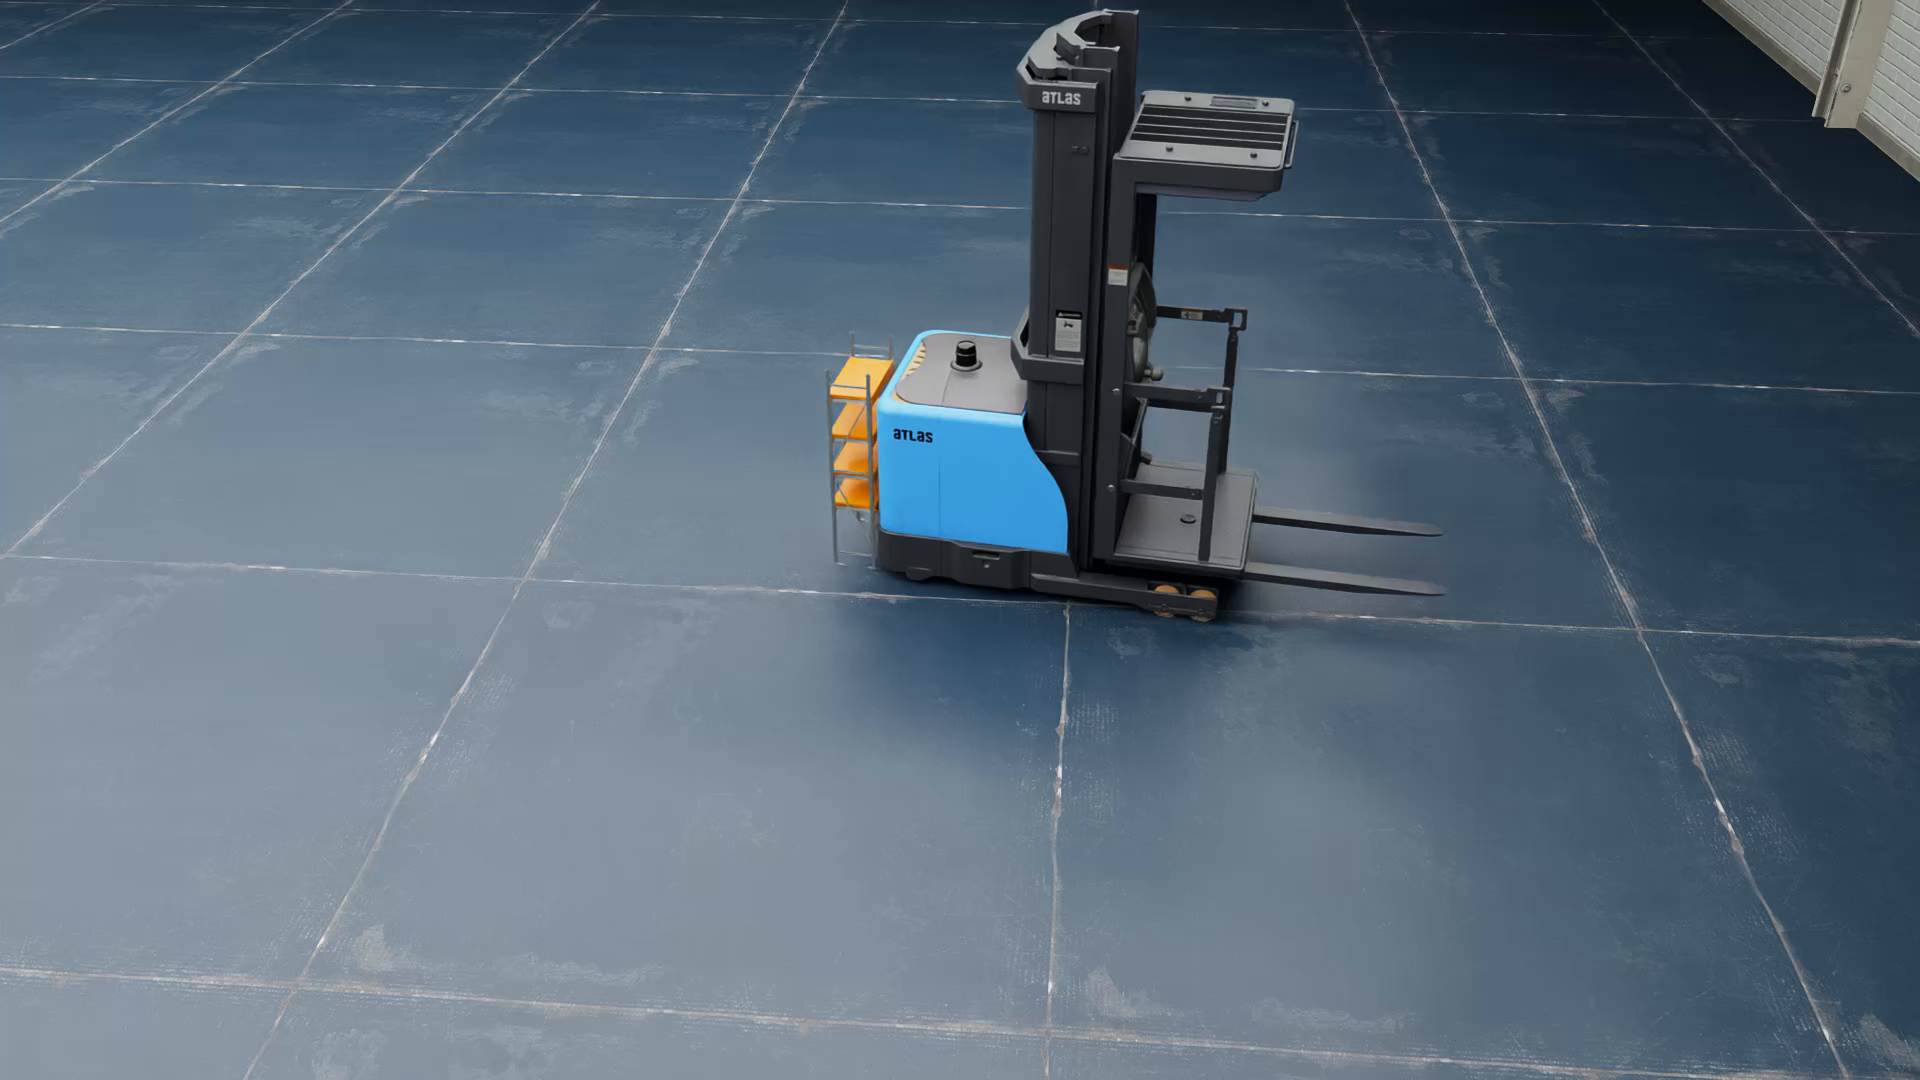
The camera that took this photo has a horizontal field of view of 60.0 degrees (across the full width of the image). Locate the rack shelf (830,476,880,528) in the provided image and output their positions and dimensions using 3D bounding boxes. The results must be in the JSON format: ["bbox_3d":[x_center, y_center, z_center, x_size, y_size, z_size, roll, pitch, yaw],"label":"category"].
[{"bbox_3d":[-0.535,-0.262,9.318,0.258,0.148,0.480,6,32,10],"label":"rack shelf"}]

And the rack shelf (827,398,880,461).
[{"bbox_3d":[-0.535,-0.621,9.096,0.258,0.148,0.480,6,32,10],"label":"rack shelf"}]

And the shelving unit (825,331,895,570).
[{"bbox_3d":[-0.535,-0.488,9.178,0.258,1.200,0.503,6,32,10],"label":"shelving unit"}]

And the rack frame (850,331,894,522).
[{"bbox_3d":[-0.483,-0.613,9.381,0.240,1.200,0.015,6,32,10],"label":"rack frame"}]

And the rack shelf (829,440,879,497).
[{"bbox_3d":[-0.535,-0.431,9.214,0.258,0.148,0.480,6,32,10],"label":"rack shelf"}]

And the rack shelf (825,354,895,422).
[{"bbox_3d":[-0.535,-0.822,8.972,0.258,0.148,0.480,6,32,10],"label":"rack shelf"}]

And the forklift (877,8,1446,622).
[{"bbox_3d":[1.122,-1.122,8.557,3.031,2.935,1.130,7,32,11],"label":"forklift"}]

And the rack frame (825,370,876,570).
[{"bbox_3d":[-0.586,-0.363,8.975,0.240,1.200,0.015,6,32,10],"label":"rack frame"}]

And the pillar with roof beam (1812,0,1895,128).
[{"bbox_3d":[4.187,-8.069,14.046,9.100,9.000,0.400,2,32,4],"label":"pillar with roof beam"}]
